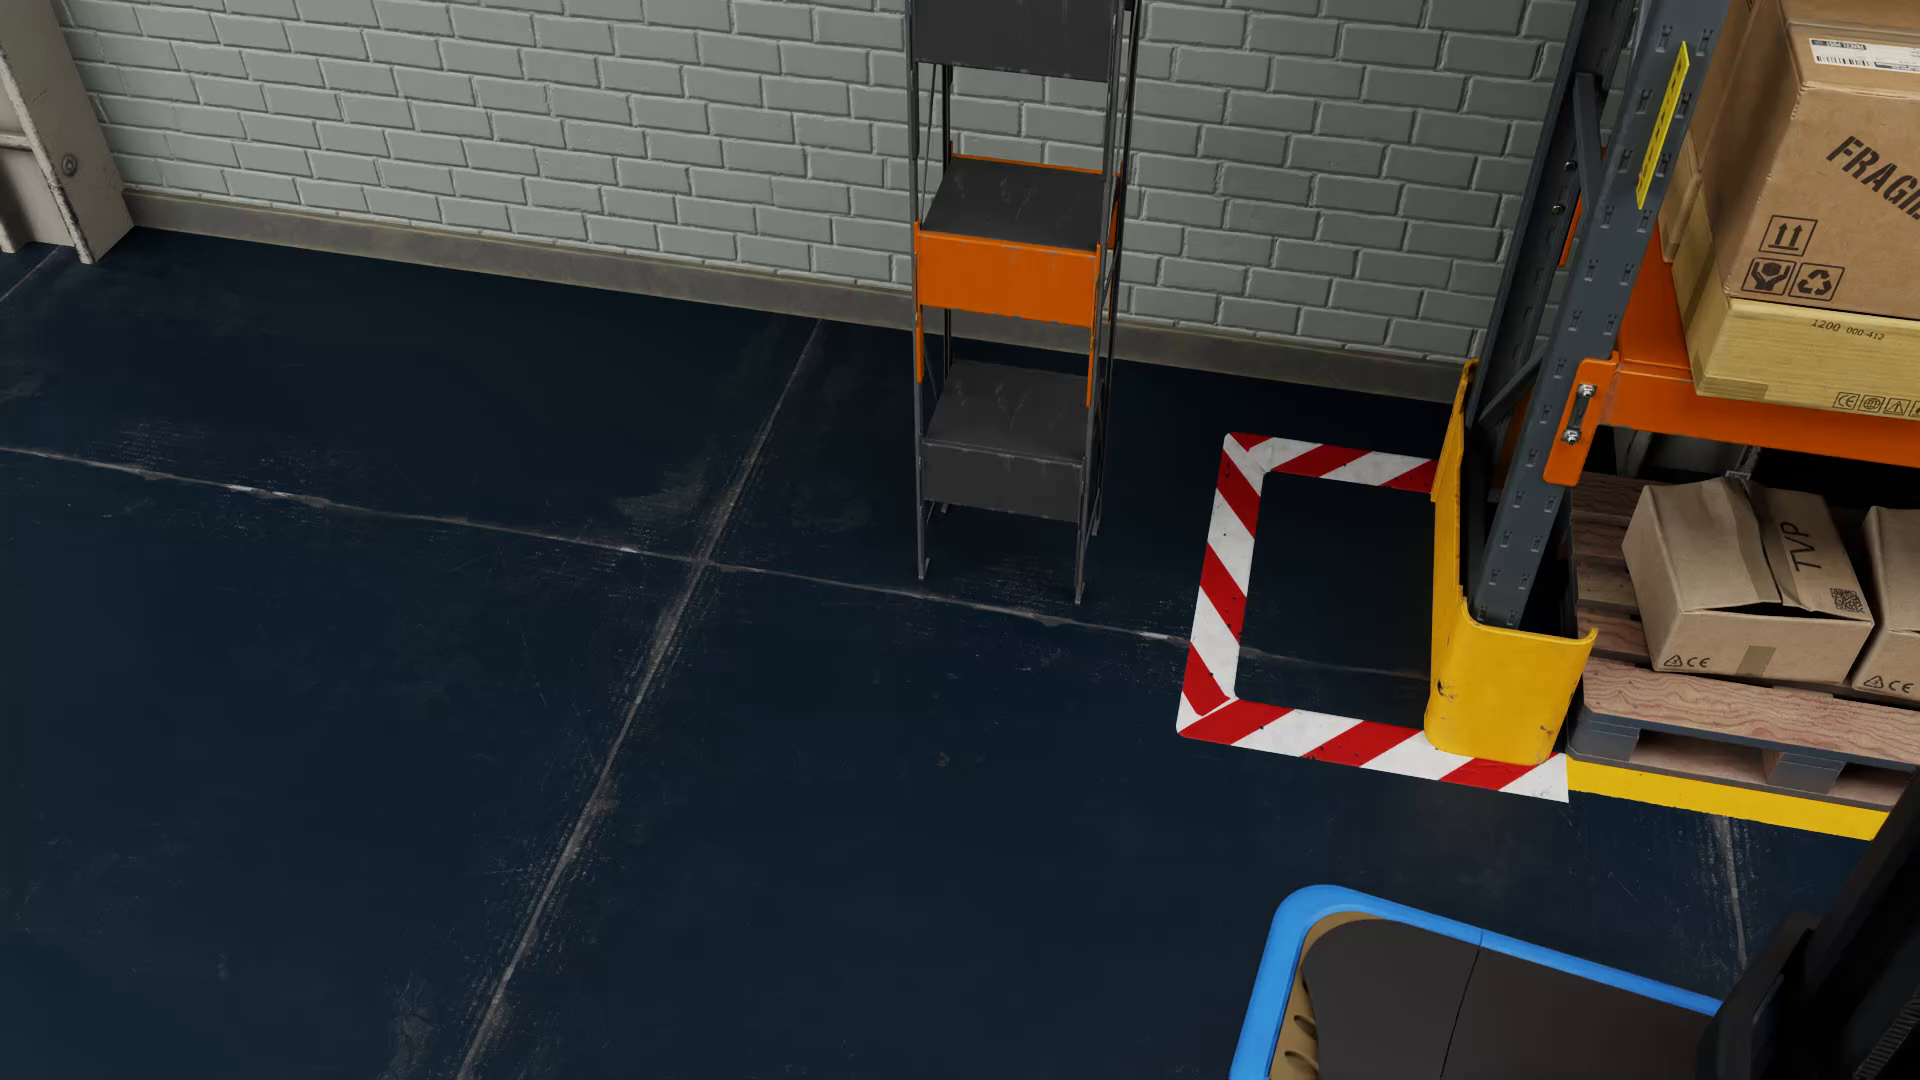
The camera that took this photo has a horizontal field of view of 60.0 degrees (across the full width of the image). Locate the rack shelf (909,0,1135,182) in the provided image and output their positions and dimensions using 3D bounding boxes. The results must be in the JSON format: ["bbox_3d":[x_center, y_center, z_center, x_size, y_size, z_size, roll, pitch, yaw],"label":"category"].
[{"bbox_3d":[0.162,-1.226,4.020,0.480,0.518,0.431,9,45,9],"label":"rack shelf"}]

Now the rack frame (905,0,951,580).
[{"bbox_3d":[-0.077,-0.768,4.534,0.015,2.100,0.400,9,45,9],"label":"rack frame"}]

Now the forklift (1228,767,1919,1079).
[{"bbox_3d":[1.836,1.010,2.087,3.031,2.935,1.130,15,46,15],"label":"forklift"}]

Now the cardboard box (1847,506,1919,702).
[{"bbox_3d":[2.730,0.183,4.519,0.500,0.311,0.500,12,45,12],"label":"cardboard box"}]

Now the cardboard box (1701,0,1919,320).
[{"bbox_3d":[1.918,-0.827,3.499,0.500,0.500,0.500,9,45,9],"label":"cardboard box"}]

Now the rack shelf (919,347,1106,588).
[{"bbox_3d":[0.162,-0.217,4.991,0.480,0.518,0.431,9,45,9],"label":"rack shelf"}]

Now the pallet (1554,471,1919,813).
[{"bbox_3d":[2.377,0.284,4.803,1.213,0.211,1.003,9,45,9],"label":"pallet"}]

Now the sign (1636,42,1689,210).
[{"bbox_3d":[1.399,-0.824,3.319,0.005,0.325,0.100,9,45,9],"label":"sign"}]

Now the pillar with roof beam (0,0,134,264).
[{"bbox_3d":[-4.406,-1.515,0.335,0.400,9.000,9.100,9,45,9],"label":"pillar with roof beam"}]

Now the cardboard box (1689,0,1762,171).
[{"bbox_3d":[2.024,-1.175,3.861,0.500,0.500,0.500,8,45,9],"label":"cardboard box"}]

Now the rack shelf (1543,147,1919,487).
[{"bbox_3d":[3.469,-0.317,3.935,4.000,0.370,1.077,9,45,9],"label":"rack shelf"}]

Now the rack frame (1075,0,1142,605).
[{"bbox_3d":[0.400,-0.694,4.457,0.015,2.100,0.400,9,45,9],"label":"rack frame"}]

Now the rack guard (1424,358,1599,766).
[{"bbox_3d":[1.592,0.033,4.855,0.348,0.500,1.175,9,45,9],"label":"rack guard"}]

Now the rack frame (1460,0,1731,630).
[{"bbox_3d":[1.518,-0.879,4.000,0.127,3.000,1.000,9,45,9],"label":"rack frame"}]

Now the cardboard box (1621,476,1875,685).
[{"bbox_3d":[2.173,0.097,4.608,0.500,0.311,0.500,4,44,4],"label":"cardboard box"}]

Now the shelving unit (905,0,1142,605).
[{"bbox_3d":[0.162,-0.731,4.496,0.503,2.100,0.431,9,45,9],"label":"shelving unit"}]

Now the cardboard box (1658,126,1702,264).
[{"bbox_3d":[2.016,-0.893,4.108,0.500,0.250,0.500,9,45,10],"label":"cardboard box"}]

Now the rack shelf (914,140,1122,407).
[{"bbox_3d":[0.162,-0.722,4.505,0.480,0.518,0.431,9,45,9],"label":"rack shelf"}]

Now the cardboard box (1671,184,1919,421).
[{"bbox_3d":[1.925,-0.544,3.746,0.500,0.250,0.500,8,44,8],"label":"cardboard box"}]

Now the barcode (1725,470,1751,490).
[{"bbox_3d":[2.278,-0.175,4.883,0.075,0.075,0.001,9,45,9],"label":"barcode"}]
